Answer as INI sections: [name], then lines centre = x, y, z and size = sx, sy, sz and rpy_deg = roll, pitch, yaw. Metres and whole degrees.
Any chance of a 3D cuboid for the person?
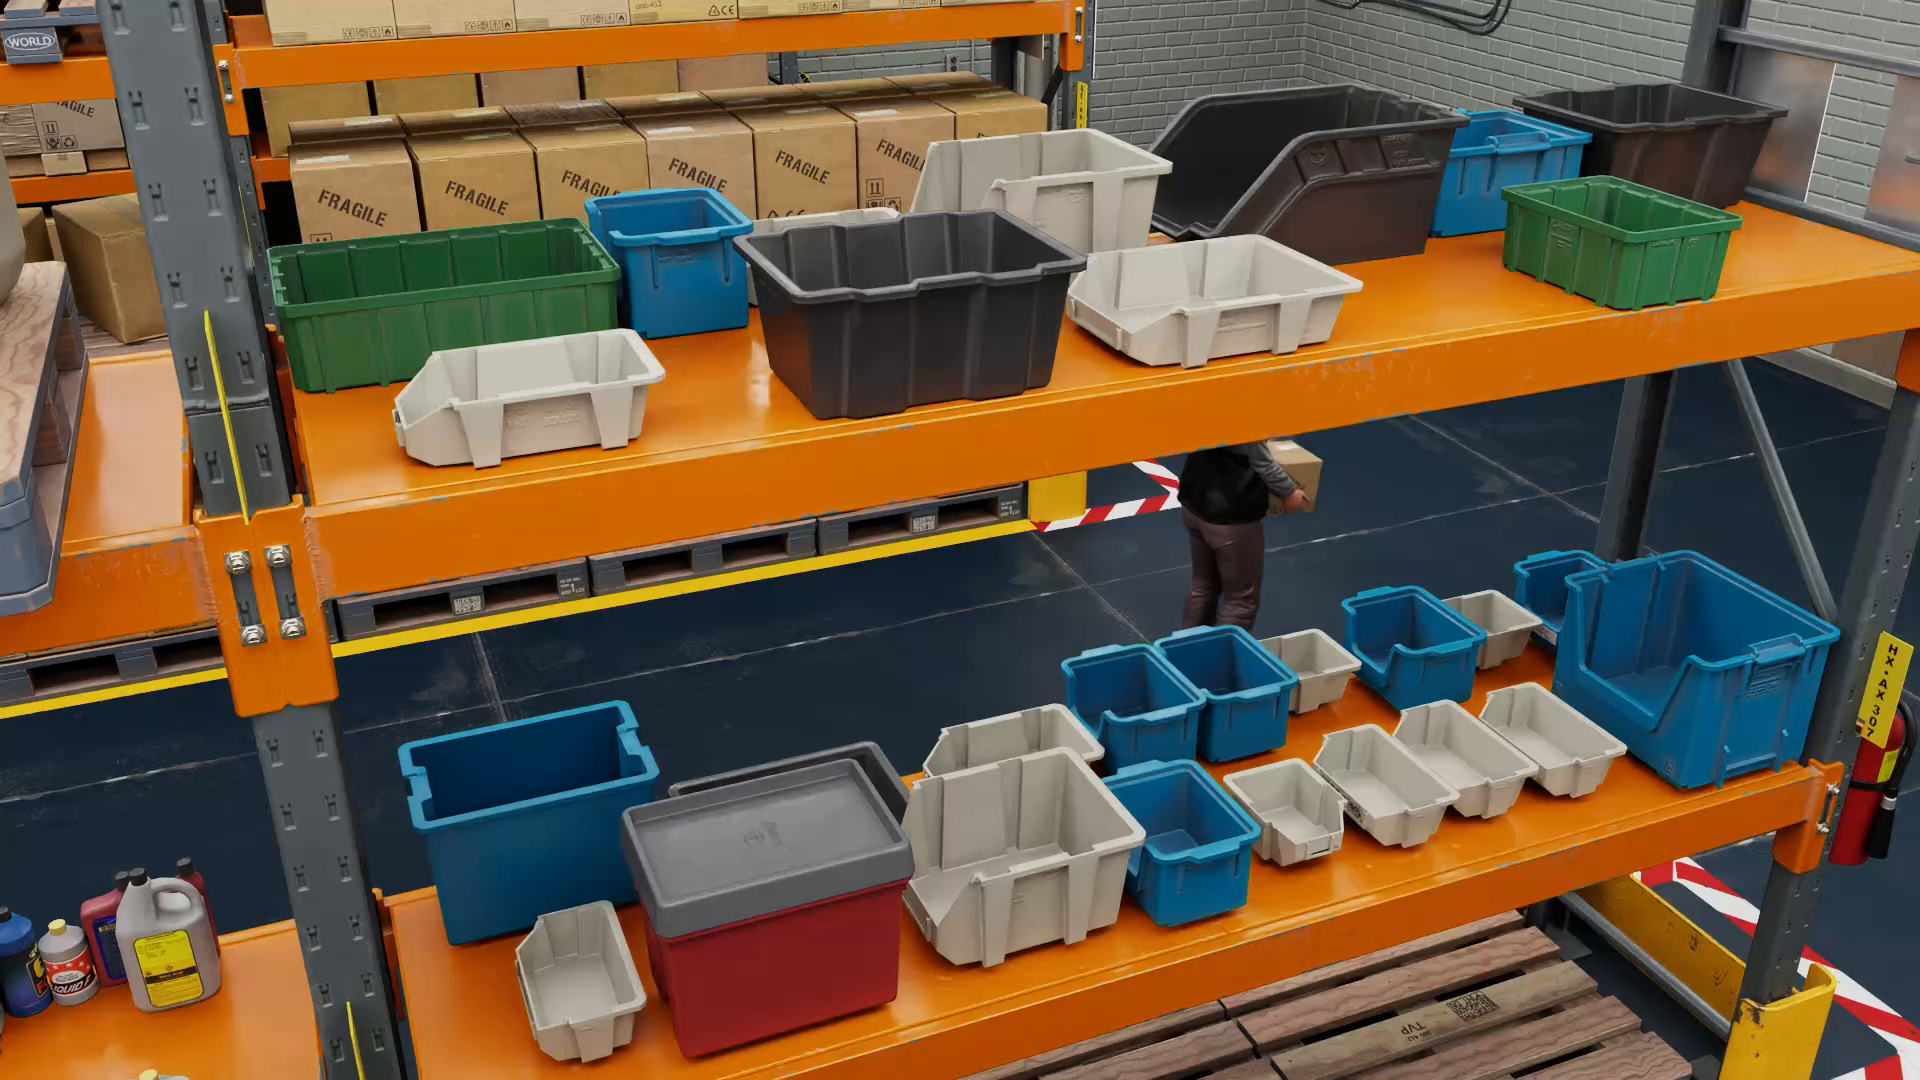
[person]
centre = 1.244, -0.135, 7.418
size = 0.548, 1.722, 0.501
rpy_deg = -11, 28, -21
